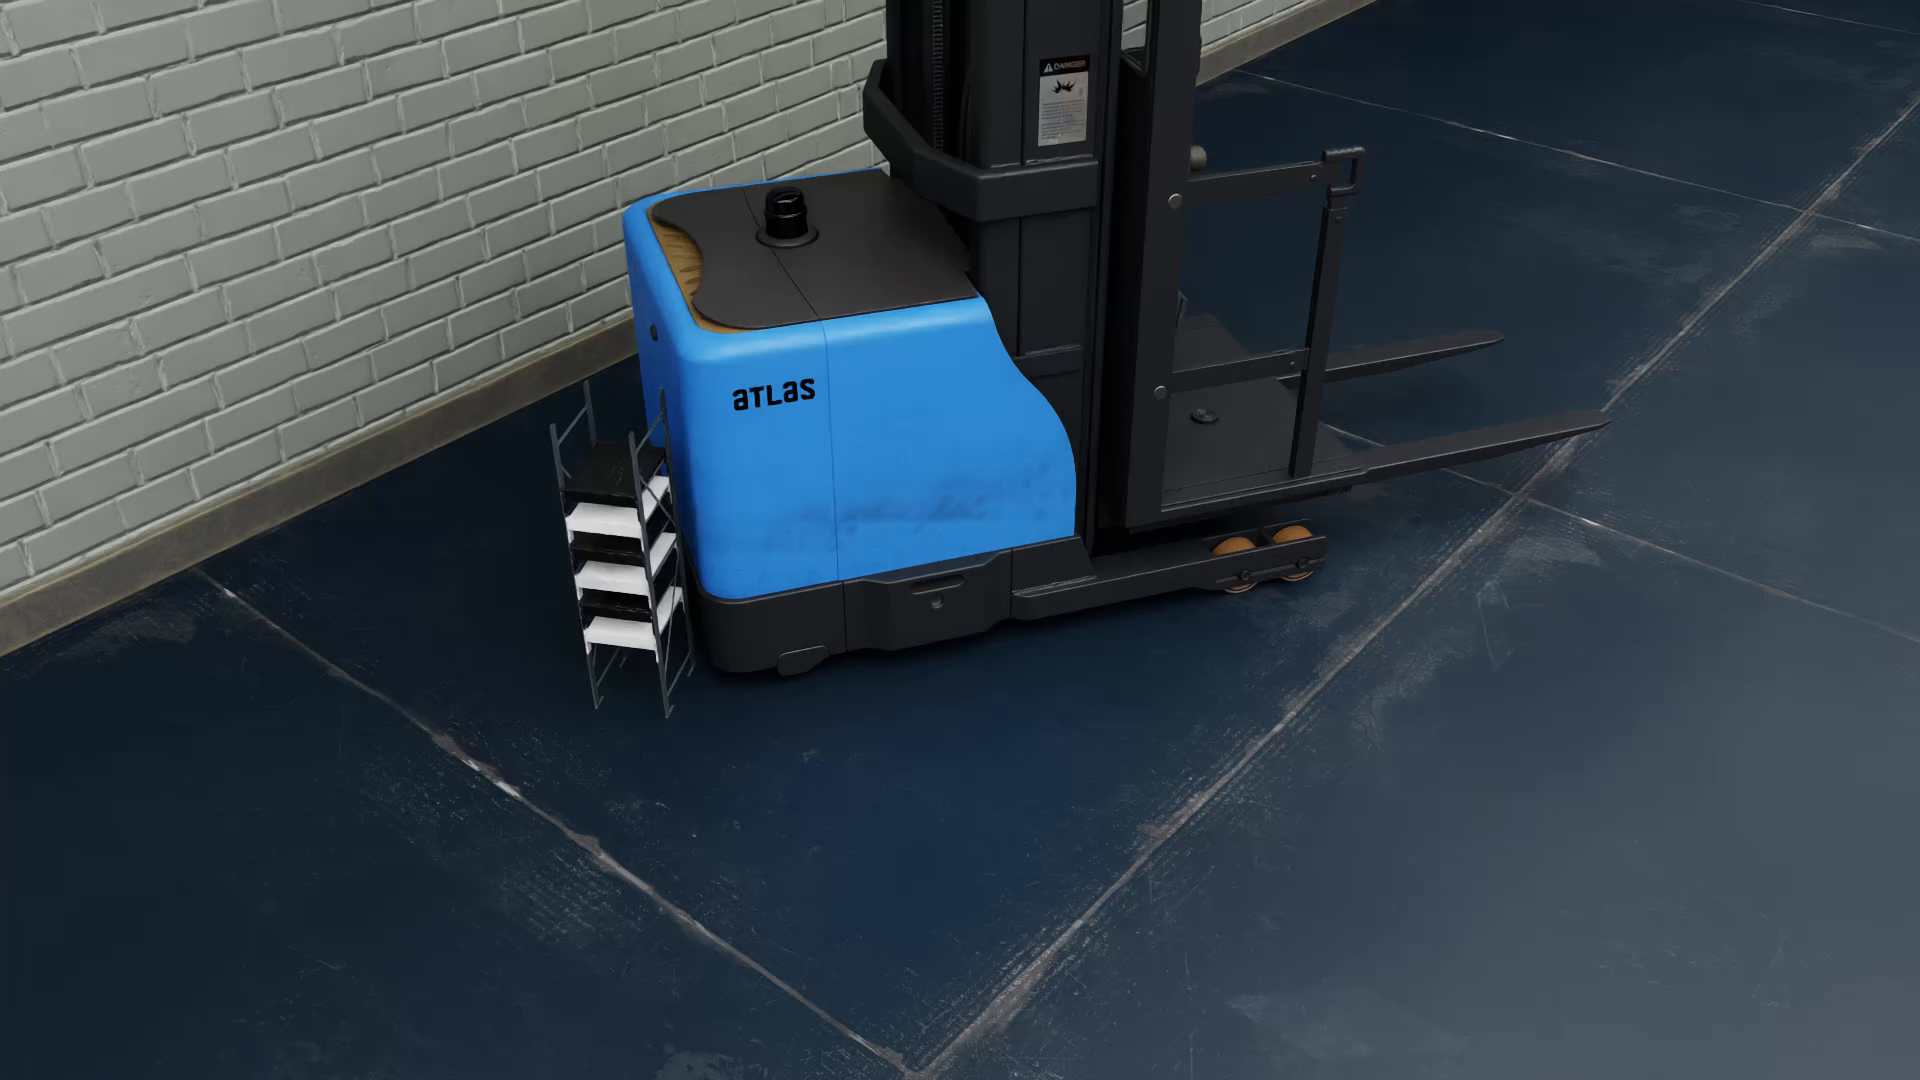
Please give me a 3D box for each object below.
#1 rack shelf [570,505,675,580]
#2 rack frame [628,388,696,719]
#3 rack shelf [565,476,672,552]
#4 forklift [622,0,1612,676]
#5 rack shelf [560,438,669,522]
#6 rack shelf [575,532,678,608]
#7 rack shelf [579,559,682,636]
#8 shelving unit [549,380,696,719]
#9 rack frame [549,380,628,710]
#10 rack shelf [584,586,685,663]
[{"bbox_3d":[-0.878,-0.007,4.366,0.200,0.077,0.258,6,35,9],"label":"rack shelf"},{"bbox_3d":[-0.778,0.051,4.381,0.006,0.900,0.240,6,35,9],"label":"rack frame"},{"bbox_3d":[-0.878,-0.081,4.315,0.200,0.077,0.258,6,35,9],"label":"rack shelf"},{"bbox_3d":[0.590,-1.321,4.584,3.031,2.935,1.130,-11,36,-15],"label":"forklift"},{"bbox_3d":[-0.878,-0.156,4.264,0.200,0.077,0.258,6,35,9],"label":"rack shelf"},{"bbox_3d":[-0.878,0.067,4.417,0.200,0.077,0.258,6,35,9],"label":"rack shelf"},{"bbox_3d":[-0.878,0.141,4.467,0.200,0.077,0.258,6,35,9],"label":"rack shelf"},{"bbox_3d":[-0.878,0.039,4.398,0.210,0.900,0.258,6,35,9],"label":"shelving unit"},{"bbox_3d":[-0.977,0.028,4.414,0.006,0.900,0.240,6,35,9],"label":"rack frame"},{"bbox_3d":[-0.878,0.215,4.518,0.200,0.077,0.258,6,35,9],"label":"rack shelf"}]
